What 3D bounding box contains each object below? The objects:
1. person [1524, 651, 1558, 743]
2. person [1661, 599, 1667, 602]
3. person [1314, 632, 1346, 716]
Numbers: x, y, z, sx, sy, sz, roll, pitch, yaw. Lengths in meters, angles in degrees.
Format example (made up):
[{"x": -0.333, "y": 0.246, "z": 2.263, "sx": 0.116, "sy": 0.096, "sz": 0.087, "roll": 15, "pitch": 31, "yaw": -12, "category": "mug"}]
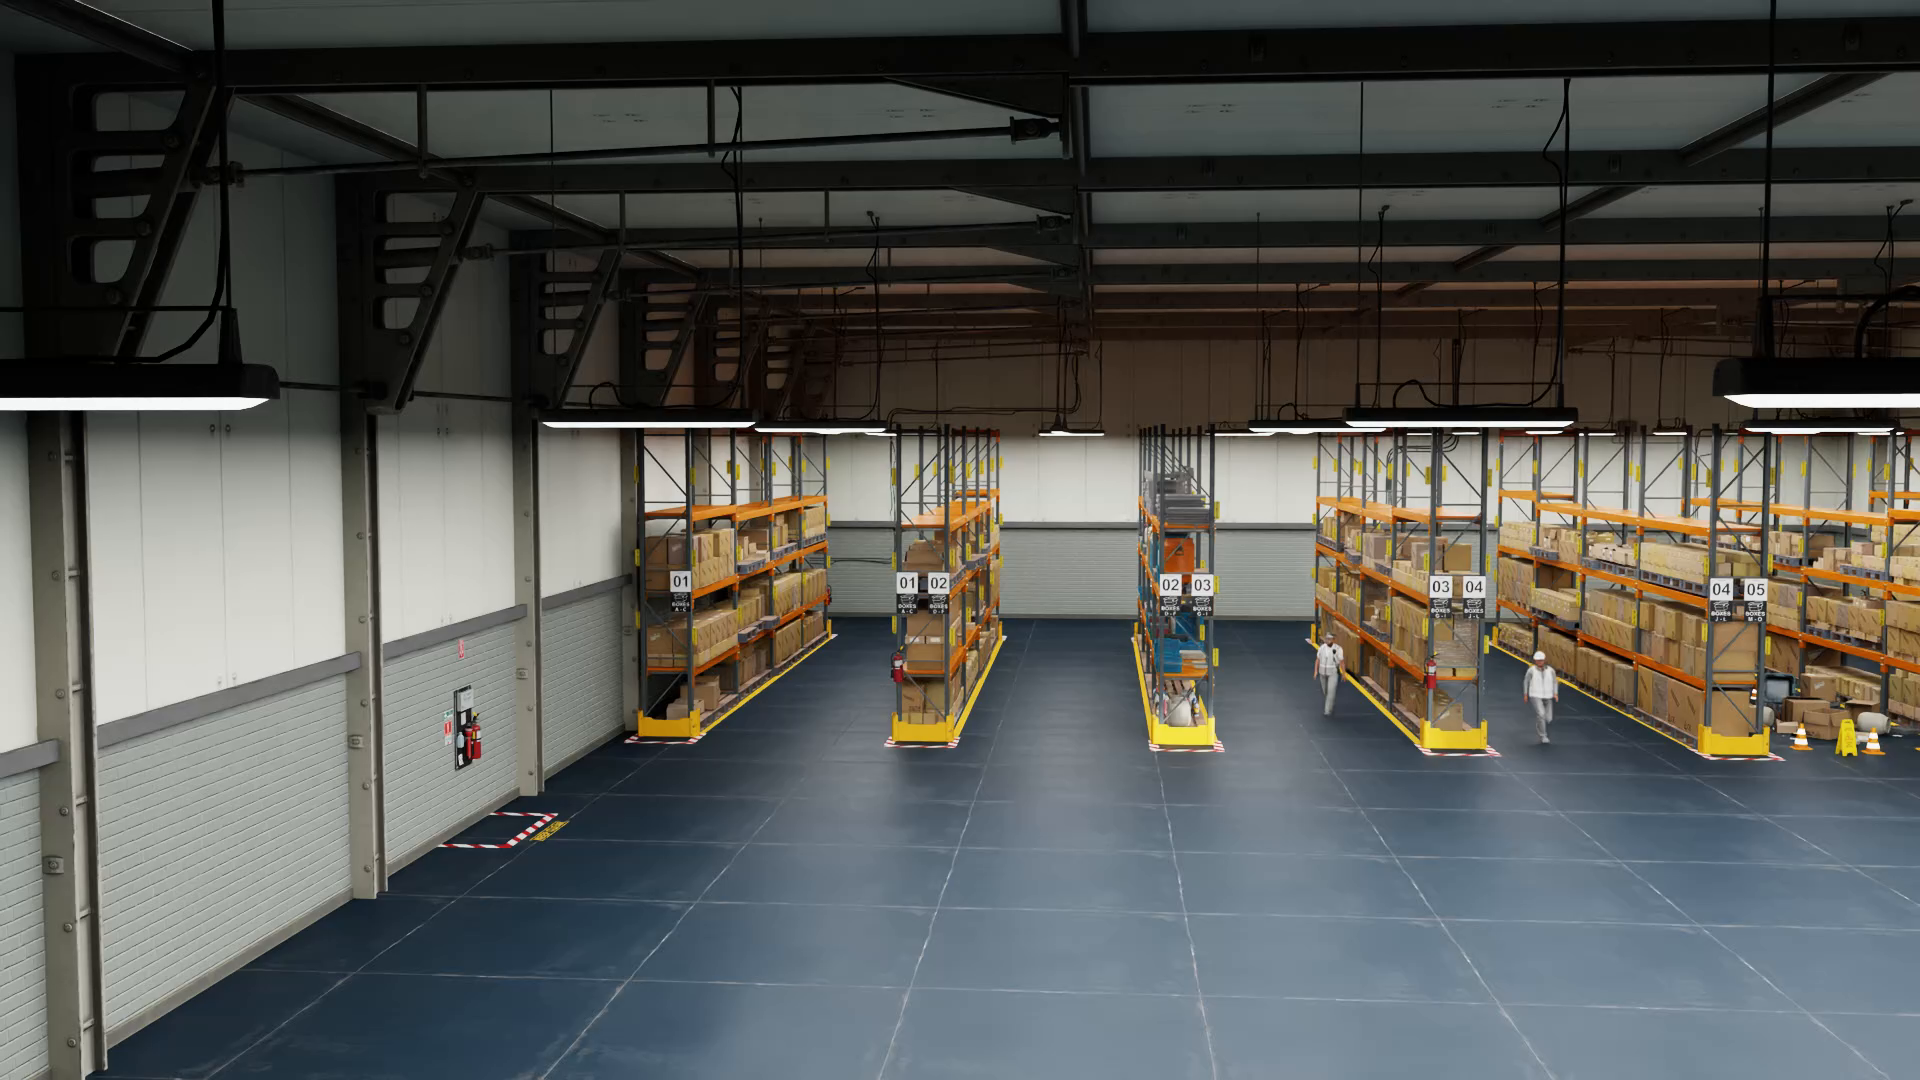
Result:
[{"x": 11.045, "y": 2.952, "z": 31.576, "sx": 0.585, "sy": 1.690, "sz": 0.869, "roll": 0, "pitch": 3, "yaw": 1, "category": "person"}, {"x": 17.886, "y": 2.356, "z": 42.192, "sx": 0.454, "sy": 1.697, "sz": 0.560, "roll": -1, "pitch": 4, "yaw": -16, "category": "person"}, {"x": 7.606, "y": 2.754, "z": 34.385, "sx": 0.589, "sy": 1.711, "sz": 0.994, "roll": 3, "pitch": 4, "yaw": 38, "category": "person"}]
